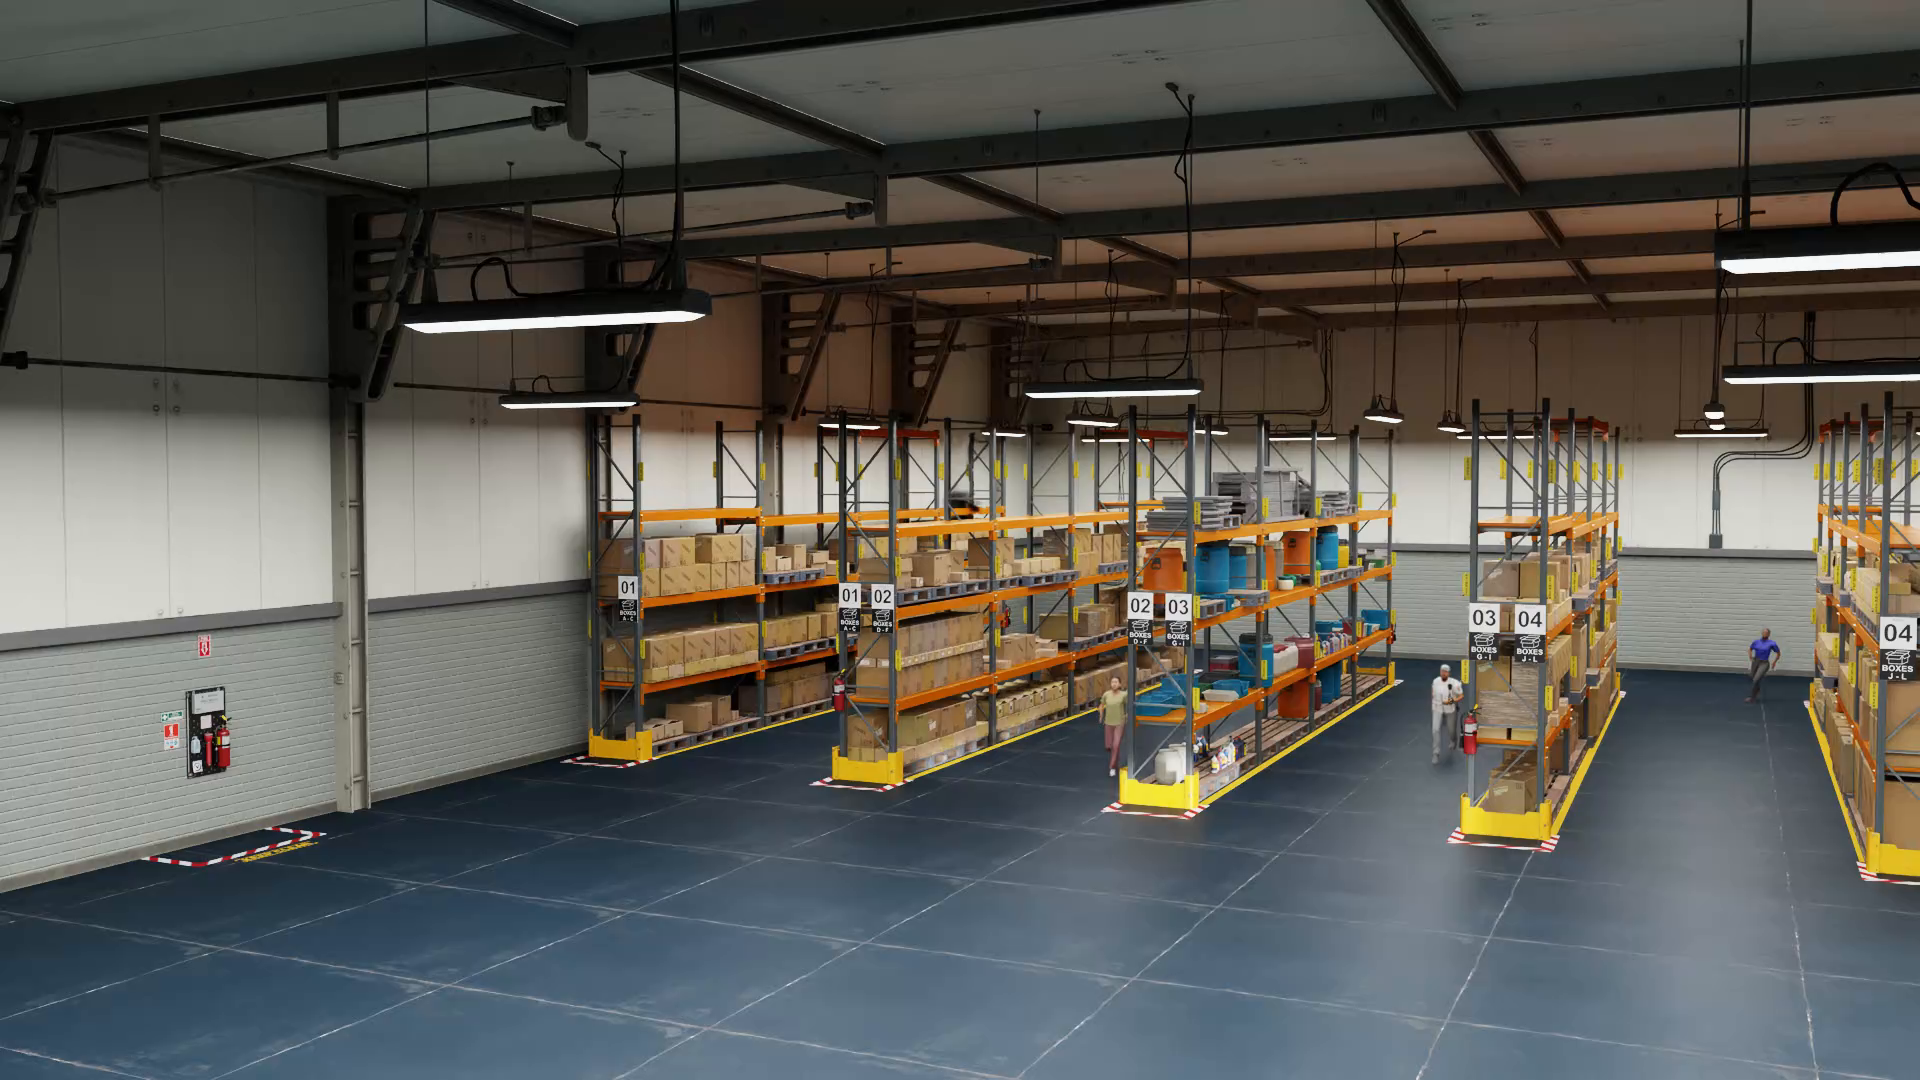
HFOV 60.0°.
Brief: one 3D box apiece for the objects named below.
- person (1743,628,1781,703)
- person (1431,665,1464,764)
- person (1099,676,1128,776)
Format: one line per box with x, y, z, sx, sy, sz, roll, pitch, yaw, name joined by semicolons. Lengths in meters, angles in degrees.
17.351;2.709;35.971;0.886;1.613;0.649;-2;3;-42;person
8.444;2.999;28.861;0.557;1.686;1.088;1;3;25;person
2.600;3.065;27.656;0.589;1.640;0.624;1;2;16;person
